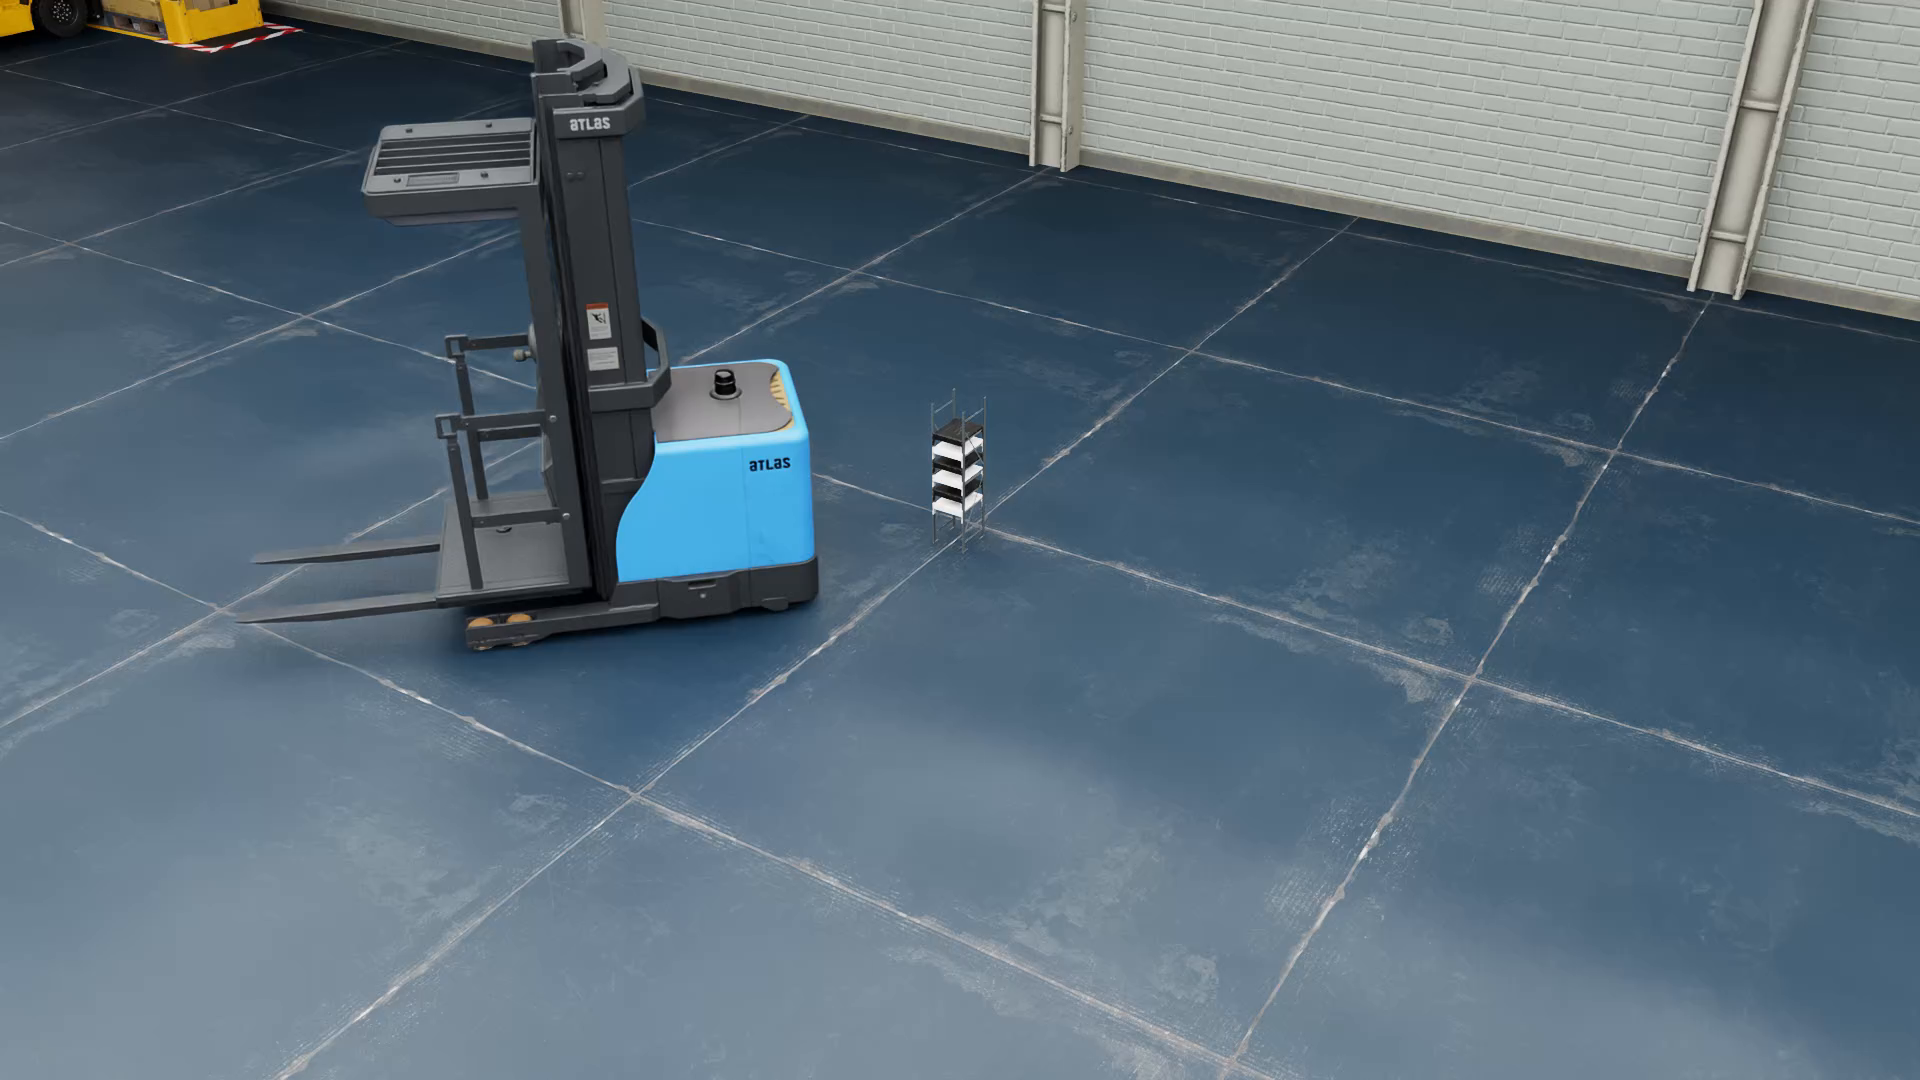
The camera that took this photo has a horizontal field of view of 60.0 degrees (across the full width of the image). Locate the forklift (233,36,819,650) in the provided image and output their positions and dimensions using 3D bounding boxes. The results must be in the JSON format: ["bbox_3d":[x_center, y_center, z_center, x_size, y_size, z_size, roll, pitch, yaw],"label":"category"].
[{"bbox_3d":[-2.345,-0.978,8.518,3.031,2.935,1.130,-6,31,-11],"label":"forklift"}]

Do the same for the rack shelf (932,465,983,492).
[{"bbox_3d":[-0.007,-0.362,9.544,0.200,0.077,0.258,18,35,27],"label":"rack shelf"}]

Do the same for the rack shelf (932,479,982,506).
[{"bbox_3d":[-0.007,-0.284,9.589,0.200,0.077,0.258,18,35,27],"label":"rack shelf"}]

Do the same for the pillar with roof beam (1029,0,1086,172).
[{"bbox_3d":[-1.382,-5.643,10.493,0.400,9.000,9.100,18,35,27],"label":"pillar with roof beam"}]

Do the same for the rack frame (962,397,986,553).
[{"bbox_3d":[0.079,-0.364,9.480,0.006,0.900,0.240,18,35,27],"label":"rack frame"}]

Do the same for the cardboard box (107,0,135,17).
[{"bbox_3d":[-10.129,-6.655,20.492,0.500,0.250,0.500,18,35,27],"label":"cardboard box"}]

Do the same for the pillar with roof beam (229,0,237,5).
[{"bbox_3d":[-11.546,-8.858,16.003,0.400,9.000,9.100,18,35,27],"label":"pillar with roof beam"}]

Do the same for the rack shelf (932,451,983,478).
[{"bbox_3d":[-0.007,-0.440,9.498,0.200,0.077,0.258,18,35,27],"label":"rack shelf"}]

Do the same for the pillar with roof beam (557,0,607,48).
[{"bbox_3d":[-6.464,-7.251,13.248,0.400,9.000,9.100,18,35,27],"label":"pillar with roof beam"}]

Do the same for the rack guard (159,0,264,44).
[{"bbox_3d":[-9.126,-6.447,20.304,0.348,0.500,1.175,18,35,27],"label":"rack guard"}]

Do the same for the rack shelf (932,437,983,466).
[{"bbox_3d":[-0.007,-0.518,9.453,0.200,0.077,0.258,18,35,27],"label":"rack shelf"}]

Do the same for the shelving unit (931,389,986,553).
[{"bbox_3d":[-0.007,-0.391,9.527,0.210,0.900,0.258,18,35,27],"label":"shelving unit"}]

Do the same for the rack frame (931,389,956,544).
[{"bbox_3d":[-0.093,-0.418,9.574,0.006,0.900,0.240,18,35,27],"label":"rack frame"}]

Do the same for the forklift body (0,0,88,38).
[{"bbox_3d":[-11.723,-6.896,19.435,1.214,2.155,2.313,18,35,27],"label":"forklift body"}]

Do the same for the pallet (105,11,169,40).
[{"bbox_3d":[-9.817,-6.515,20.709,1.213,0.211,1.003,18,35,27],"label":"pallet"}]

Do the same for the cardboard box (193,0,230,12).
[{"bbox_3d":[-9.459,-6.742,20.641,0.500,0.250,0.500,18,35,28],"label":"cardboard box"}]

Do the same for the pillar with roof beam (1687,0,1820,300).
[{"bbox_3d":[3.700,-4.036,7.738,0.400,9.000,9.100,18,35,27],"label":"pillar with roof beam"}]

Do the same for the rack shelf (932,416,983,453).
[{"bbox_3d":[-0.007,-0.595,9.408,0.200,0.077,0.258,18,35,27],"label":"rack shelf"}]

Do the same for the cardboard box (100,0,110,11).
[{"bbox_3d":[-10.548,-6.793,20.729,0.500,0.250,0.500,18,35,28],"label":"cardboard box"}]

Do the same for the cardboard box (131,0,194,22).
[{"bbox_3d":[-9.713,-6.518,20.257,0.500,0.250,0.500,18,35,28],"label":"cardboard box"}]

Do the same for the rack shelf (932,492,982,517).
[{"bbox_3d":[-0.007,-0.207,9.634,0.200,0.077,0.258,18,35,27],"label":"rack shelf"}]

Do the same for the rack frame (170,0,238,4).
[{"bbox_3d":[-9.147,-7.533,19.686,0.127,3.000,1.000,18,35,27],"label":"rack frame"}]

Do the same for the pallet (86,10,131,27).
[{"bbox_3d":[-10.846,-6.843,21.270,1.213,0.211,1.003,18,35,27],"label":"pallet"}]
